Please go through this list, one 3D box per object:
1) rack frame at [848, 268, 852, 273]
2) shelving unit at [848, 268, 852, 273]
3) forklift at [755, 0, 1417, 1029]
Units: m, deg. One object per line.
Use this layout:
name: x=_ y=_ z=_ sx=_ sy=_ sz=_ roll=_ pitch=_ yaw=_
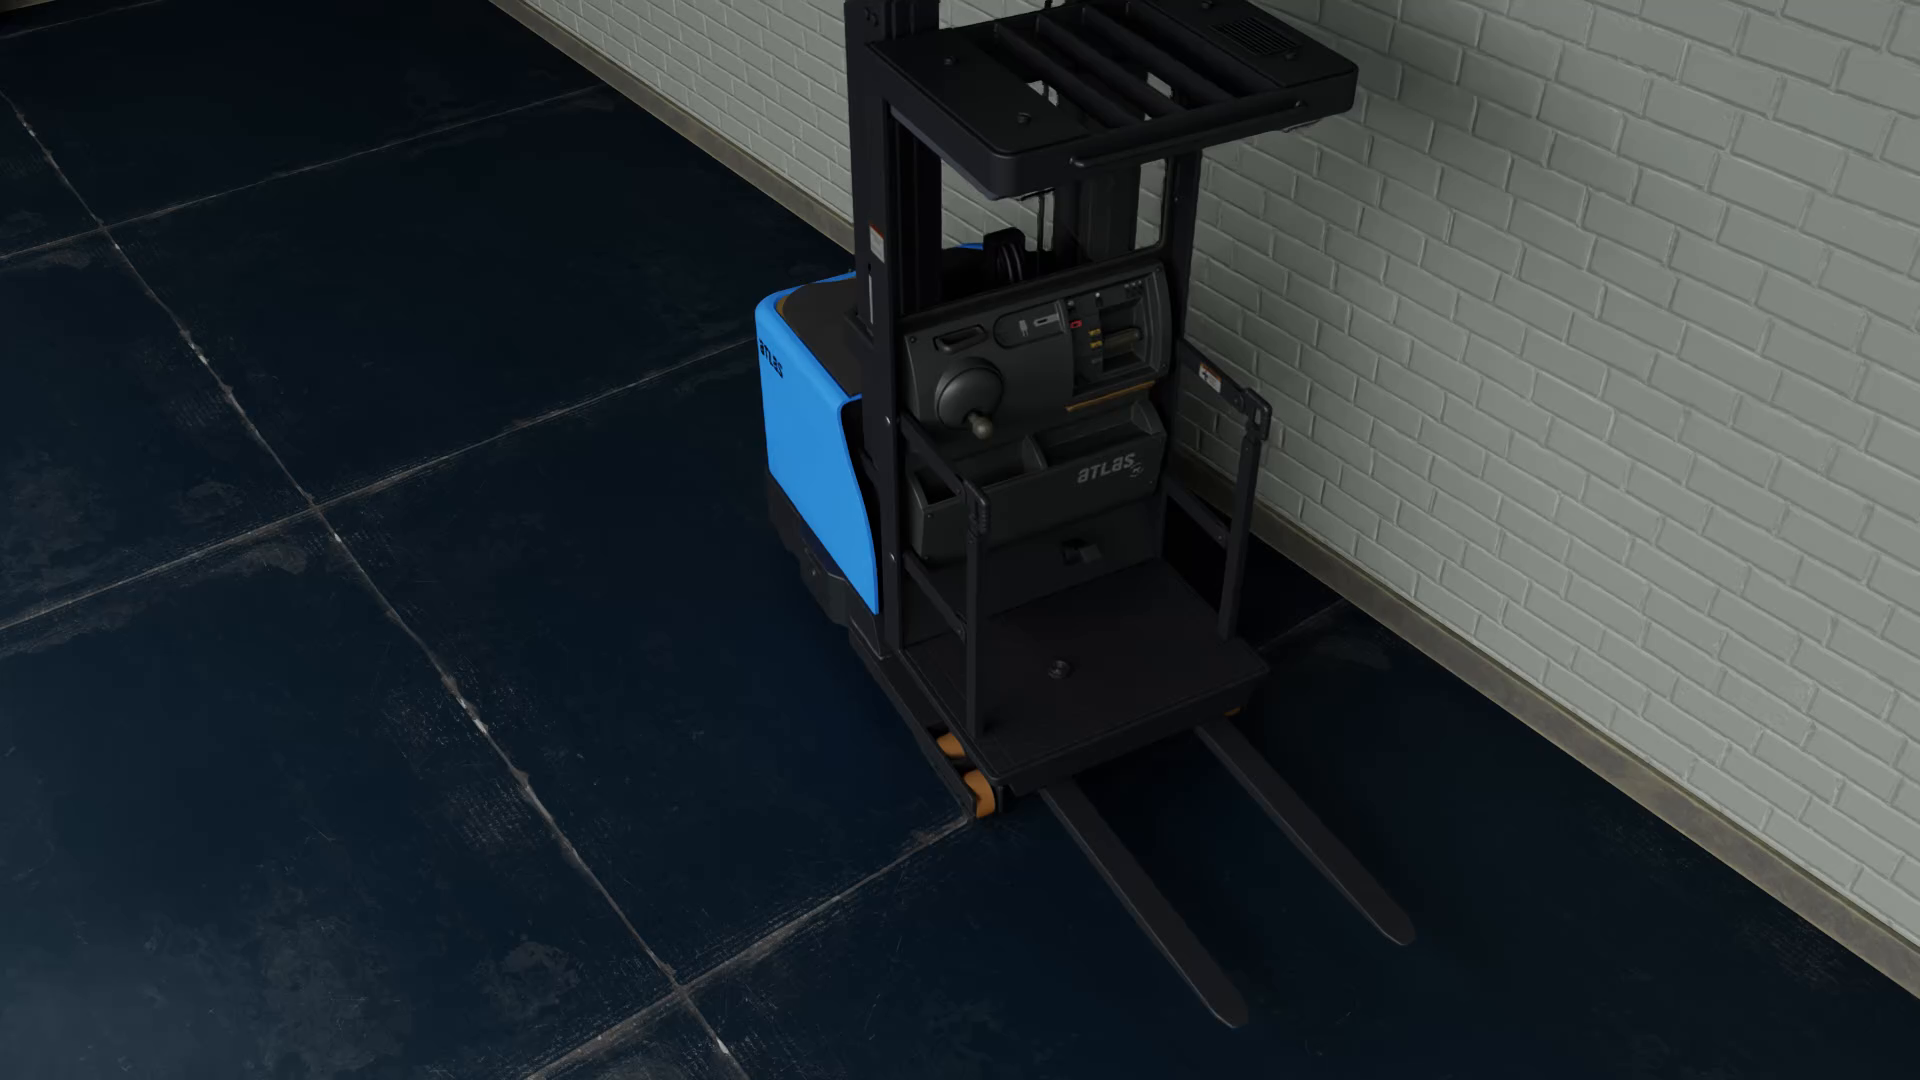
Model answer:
rack frame: x=-0.386 y=-0.676 z=6.864 sx=0.006 sy=0.900 sz=0.240 roll=-20 pitch=43 yaw=-22
shelving unit: x=-0.298 y=-0.707 z=6.902 sx=0.210 sy=0.900 sz=0.258 roll=-20 pitch=43 yaw=-22
forklift: x=0.360 y=-0.523 z=5.076 sx=1.130 sy=2.935 sz=3.031 roll=-19 pitch=43 yaw=-21
